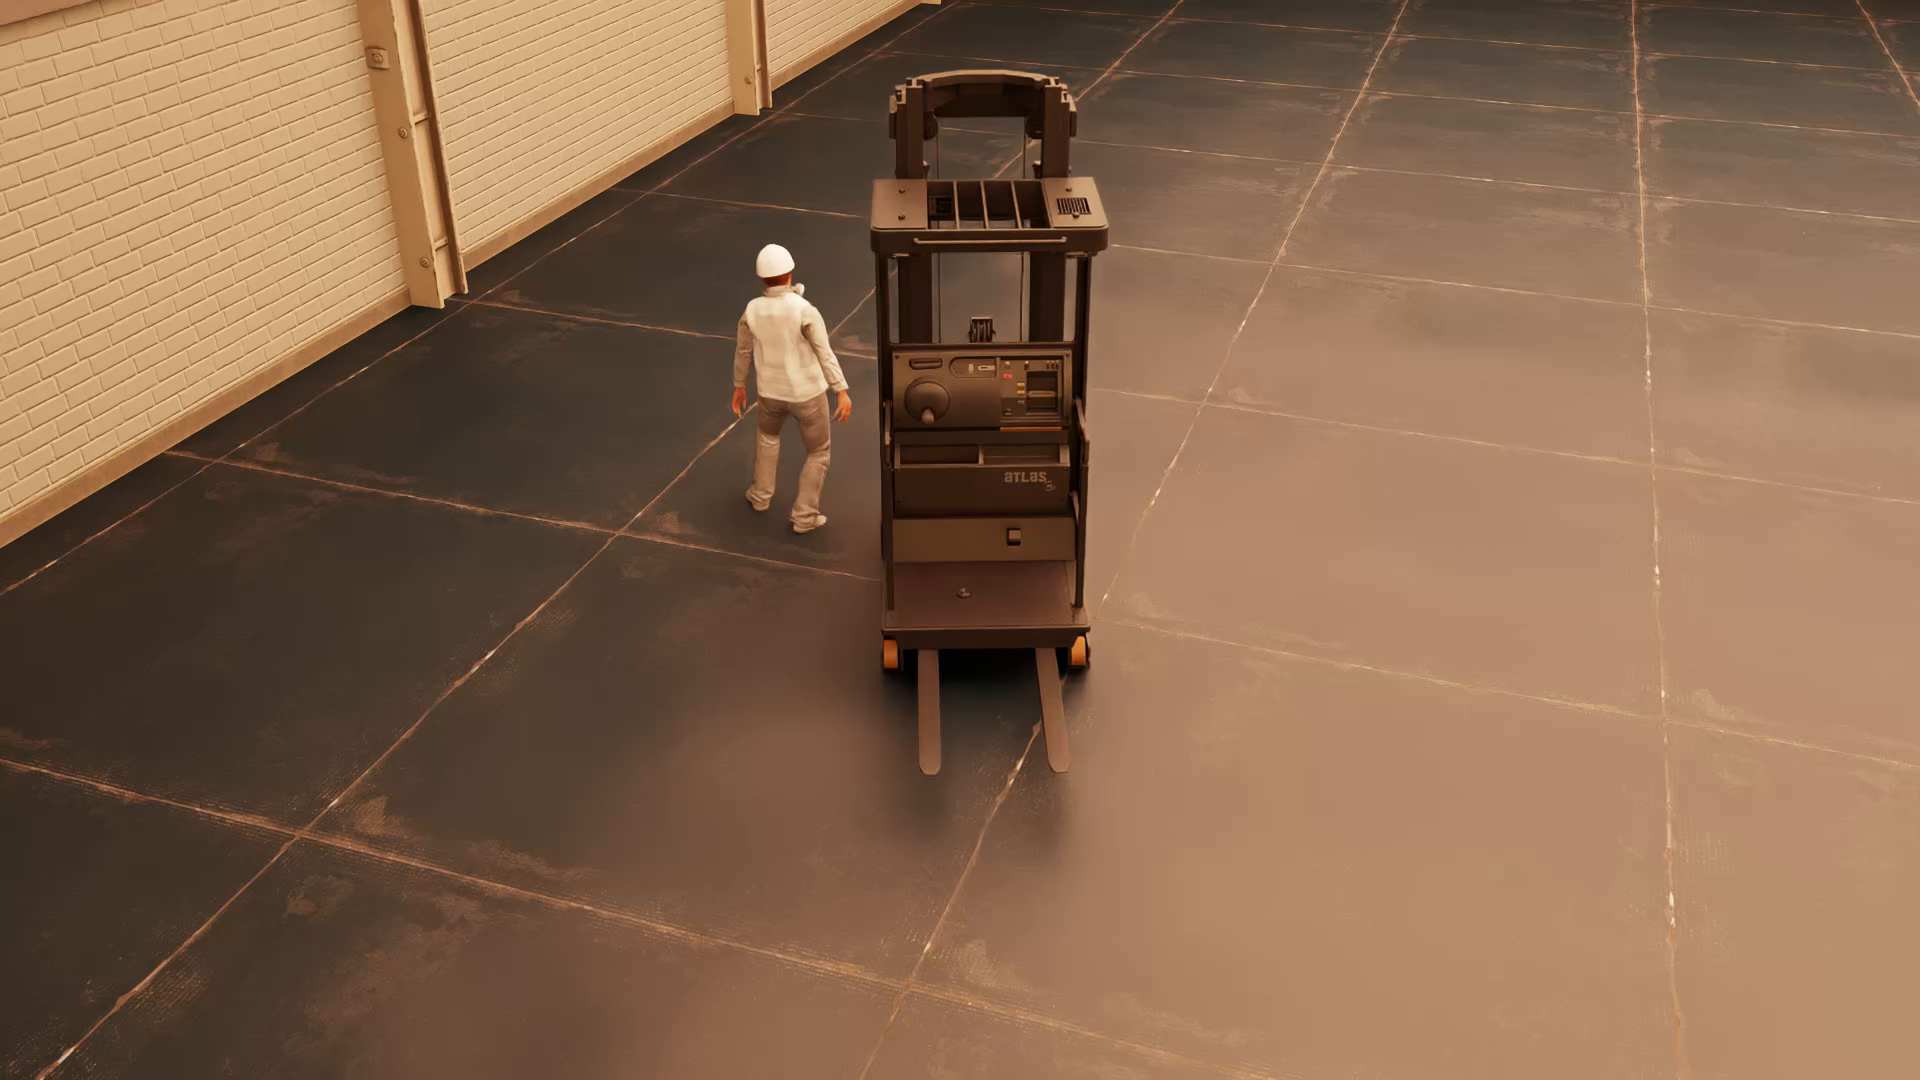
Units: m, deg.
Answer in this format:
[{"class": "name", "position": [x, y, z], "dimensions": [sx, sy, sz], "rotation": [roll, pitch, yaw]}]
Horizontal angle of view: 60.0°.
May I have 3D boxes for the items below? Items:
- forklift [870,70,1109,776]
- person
[{"class": "forklift", "position": [0.124, -0.742, 8.439], "dimensions": [1.130, 2.935, 3.031], "rotation": [-1, 30, -1]}, {"class": "person", "position": [-1.011, -0.889, 9.978], "dimensions": [0.848, 1.751, 0.478], "rotation": [14, 32, 23]}]
